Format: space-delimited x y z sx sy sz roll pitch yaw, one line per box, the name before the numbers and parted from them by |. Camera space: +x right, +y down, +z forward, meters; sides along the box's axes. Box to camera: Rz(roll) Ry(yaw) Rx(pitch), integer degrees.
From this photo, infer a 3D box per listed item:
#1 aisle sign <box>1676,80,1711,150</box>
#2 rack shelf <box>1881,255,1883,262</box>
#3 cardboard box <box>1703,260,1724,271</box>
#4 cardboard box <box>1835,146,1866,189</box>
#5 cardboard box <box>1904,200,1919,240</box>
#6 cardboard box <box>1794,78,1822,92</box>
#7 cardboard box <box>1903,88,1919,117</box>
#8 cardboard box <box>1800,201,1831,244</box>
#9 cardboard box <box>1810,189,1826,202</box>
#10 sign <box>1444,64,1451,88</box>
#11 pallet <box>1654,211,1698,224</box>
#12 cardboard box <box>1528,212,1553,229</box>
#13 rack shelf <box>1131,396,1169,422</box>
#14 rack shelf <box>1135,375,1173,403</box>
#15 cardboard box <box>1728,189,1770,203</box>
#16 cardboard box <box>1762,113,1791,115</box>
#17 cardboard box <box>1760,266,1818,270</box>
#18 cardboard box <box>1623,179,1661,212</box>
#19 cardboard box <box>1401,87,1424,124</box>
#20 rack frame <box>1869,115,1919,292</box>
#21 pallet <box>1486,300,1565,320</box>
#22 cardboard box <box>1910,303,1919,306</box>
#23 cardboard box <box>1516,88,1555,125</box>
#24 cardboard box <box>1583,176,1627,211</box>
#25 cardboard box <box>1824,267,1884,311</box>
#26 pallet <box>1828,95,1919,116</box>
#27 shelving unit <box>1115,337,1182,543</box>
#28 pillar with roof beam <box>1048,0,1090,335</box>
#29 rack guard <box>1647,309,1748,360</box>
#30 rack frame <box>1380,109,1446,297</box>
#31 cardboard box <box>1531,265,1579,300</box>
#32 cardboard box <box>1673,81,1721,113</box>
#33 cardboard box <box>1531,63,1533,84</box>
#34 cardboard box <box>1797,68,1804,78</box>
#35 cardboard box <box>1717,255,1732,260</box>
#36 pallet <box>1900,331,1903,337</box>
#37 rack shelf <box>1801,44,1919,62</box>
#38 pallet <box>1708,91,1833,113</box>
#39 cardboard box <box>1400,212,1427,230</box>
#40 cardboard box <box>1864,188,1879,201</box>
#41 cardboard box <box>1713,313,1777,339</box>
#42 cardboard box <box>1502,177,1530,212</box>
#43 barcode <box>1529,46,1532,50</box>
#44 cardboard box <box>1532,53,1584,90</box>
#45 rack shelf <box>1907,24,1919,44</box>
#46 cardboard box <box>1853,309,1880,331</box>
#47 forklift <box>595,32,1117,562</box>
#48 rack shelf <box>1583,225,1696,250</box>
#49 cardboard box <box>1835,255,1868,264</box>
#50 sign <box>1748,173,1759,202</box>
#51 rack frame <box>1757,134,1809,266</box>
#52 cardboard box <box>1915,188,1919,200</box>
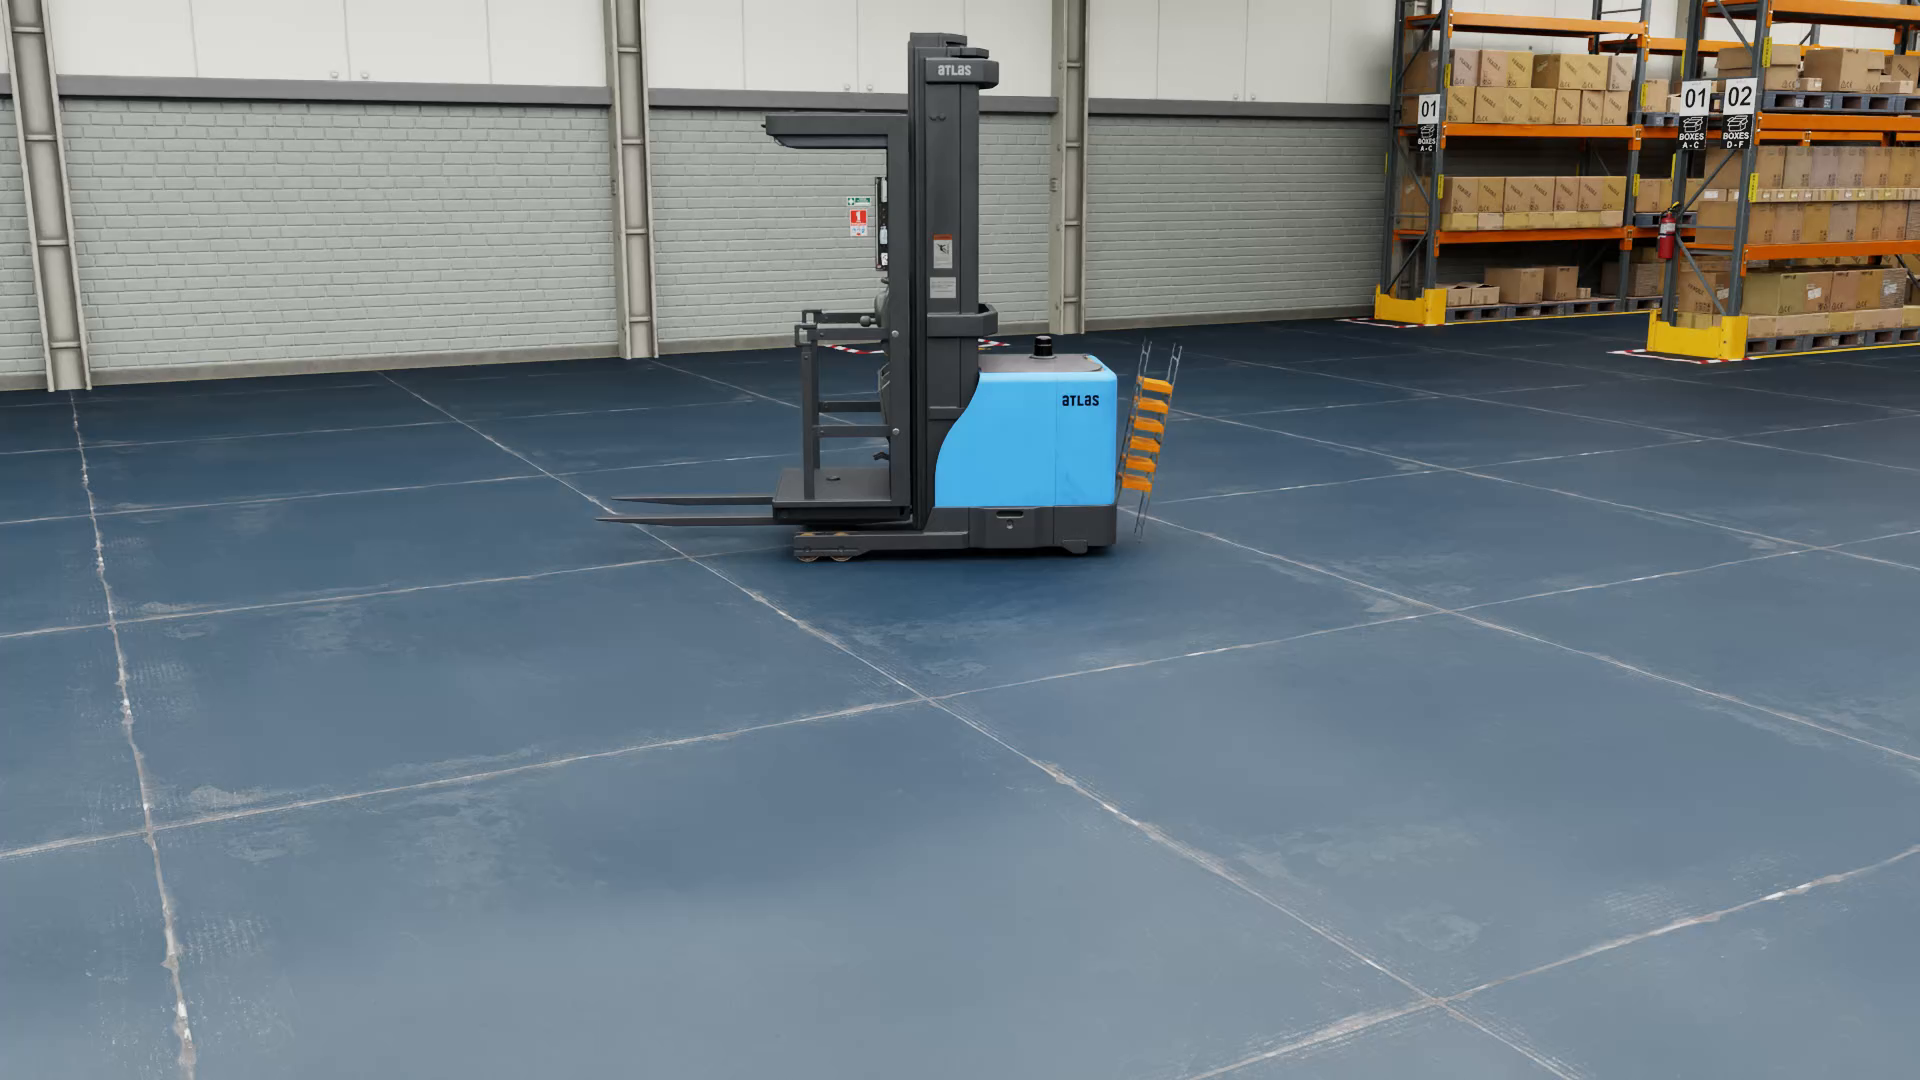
aisle sign | 8.689 -5.027 19.693 0.004 0.787 0.394 -7 14 -28
rack shelf | 14.154 -3.989 22.642 4.000 0.370 1.077 -7 14 -28
cardboard box | 11.995 -4.325 27.185 0.500 0.500 0.700 -7 14 -28
cardboard box | 10.690 -4.605 20.558 0.500 0.500 0.700 -7 14 -28
cardboard box | 12.012 -4.131 21.404 0.500 0.500 0.700 -7 15 -29
cardboard box | 10.004 -5.413 19.794 0.250 0.149 0.380 -7 14 -28
cardboard box | 16.218 -7.581 28.902 0.500 0.500 0.700 -8 15 -31
cardboard box | 10.200 -3.912 20.431 0.500 0.500 0.700 -7 14 -27
cardboard box | 10.240 -4.183 20.159 0.250 0.149 0.380 -7 15 -30
sign | 6.771 -6.449 23.108 0.005 0.325 0.100 -7 14 -28
pallet | 11.814 -5.195 26.798 1.213 0.211 1.003 -7 14 -28
cardboard box | 8.435 -4.753 24.691 0.500 0.250 0.500 -7 14 -27
rack shelf | 1.136 -0.790 9.976 0.180 0.103 0.258 10 12 -4
rack shelf | 1.158 -0.906 9.951 0.180 0.103 0.258 10 12 -4
cardboard box | 9.335 -4.074 19.675 0.250 0.149 0.380 -7 14 -28
cardboard box | 13.030 -6.807 26.848 0.500 0.311 0.500 -7 14 -28
cardboard box | 10.526 -3.212 21.150 0.500 0.500 0.500 -7 14 -28
cardboard box | 10.484 -5.394 26.017 0.500 0.500 0.700 -7 14 -28
cardboard box | 6.755 -6.278 24.068 0.500 0.500 0.500 -6 14 -24
rack frame | 12.398 -4.130 21.628 0.127 3.000 1.000 -7 14 -28
pallet | 8.377 -3.517 25.256 1.213 0.211 1.003 -7 14 -28
cardboard box | 12.871 -2.988 21.860 0.500 0.250 0.500 -7 15 -29
cardboard box | 8.326 -6.338 24.333 0.500 0.500 0.500 -6 14 -24
cardboard box | 9.755 -5.277 25.314 0.500 0.500 0.500 -7 14 -28
cardboard box | 11.214 -3.164 20.937 0.500 0.500 0.500 -7 14 -28
pallet | 11.662 -5.455 20.887 1.213 0.211 1.003 -7 14 -28
shelving unit | 1.101 -0.603 10.017 0.189 1.200 0.258 10 12 -4
pillar with roof beam | 3.507 -6.370 17.916 0.400 9.000 9.100 -7 14 -28
rack guard | 8.866 -2.487 20.021 0.348 0.500 1.175 -7 14 -28
rack frame | 6.510 -4.663 23.998 0.127 3.000 1.000 -7 14 -28
cardboard box | 9.130 -3.962 25.575 0.500 0.500 0.500 -8 15 -32
cardboard box | 11.622 -6.973 26.245 0.500 0.500 0.500 -7 15 -30
cardboard box | 8.126 -6.927 24.676 0.500 0.500 0.500 -7 14 -28
cardboard box | 10.260 -5.633 20.401 0.500 0.311 0.500 -5 14 -21
cardboard box | 12.395 -4.732 27.288 0.500 0.250 0.500 -7 14 -27
pallet | 13.026 -2.854 22.312 1.213 0.211 1.003 -7 14 -28
rack shelf | 15.288 -8.096 28.137 4.000 0.370 1.077 -7 14 -28
pallet | 9.520 -5.199 19.747 1.213 0.211 1.003 -7 14 -28
cardboard box | 6.828 -4.686 24.397 0.500 0.250 0.500 -7 14 -27
cardboard box | 11.147 -4.292 20.643 0.250 0.149 0.380 -6 14 -26
cardboard box | 9.465 -2.586 20.074 0.500 0.250 0.500 -7 14 -28
cardboard box | 7.969 -5.061 24.355 0.500 0.500 0.500 -7 15 -30
barcode | 8.595 -7.411 25.049 0.075 0.075 0.001 -7 14 -28
cardboard box | 8.782 -6.872 24.431 0.500 0.500 0.500 -7 15 -30
rack shelf | 14.154 -6.721 22.027 4.000 0.370 1.077 -7 14 -28
cardboard box | 11.220 -2.796 21.008 0.500 0.250 0.500 -7 14 -28
forklift | -0.621 -1.423 9.757 3.031 2.935 1.130 -1 13 -3
rack shelf | 11.777 -4.943 26.882 4.000 0.370 1.077 -7 14 -28
cardboard box | 15.013 -4.804 28.563 0.750 0.750 0.750 -7 14 -28
sign | 9.148 -4.062 19.176 0.005 0.325 0.100 -7 14 -28
rack frame | 13.532 -5.505 27.738 0.127 3.000 1.000 -7 14 -28
cardboard box | 12.044 -4.400 21.121 0.250 0.149 0.380 -7 15 -29
